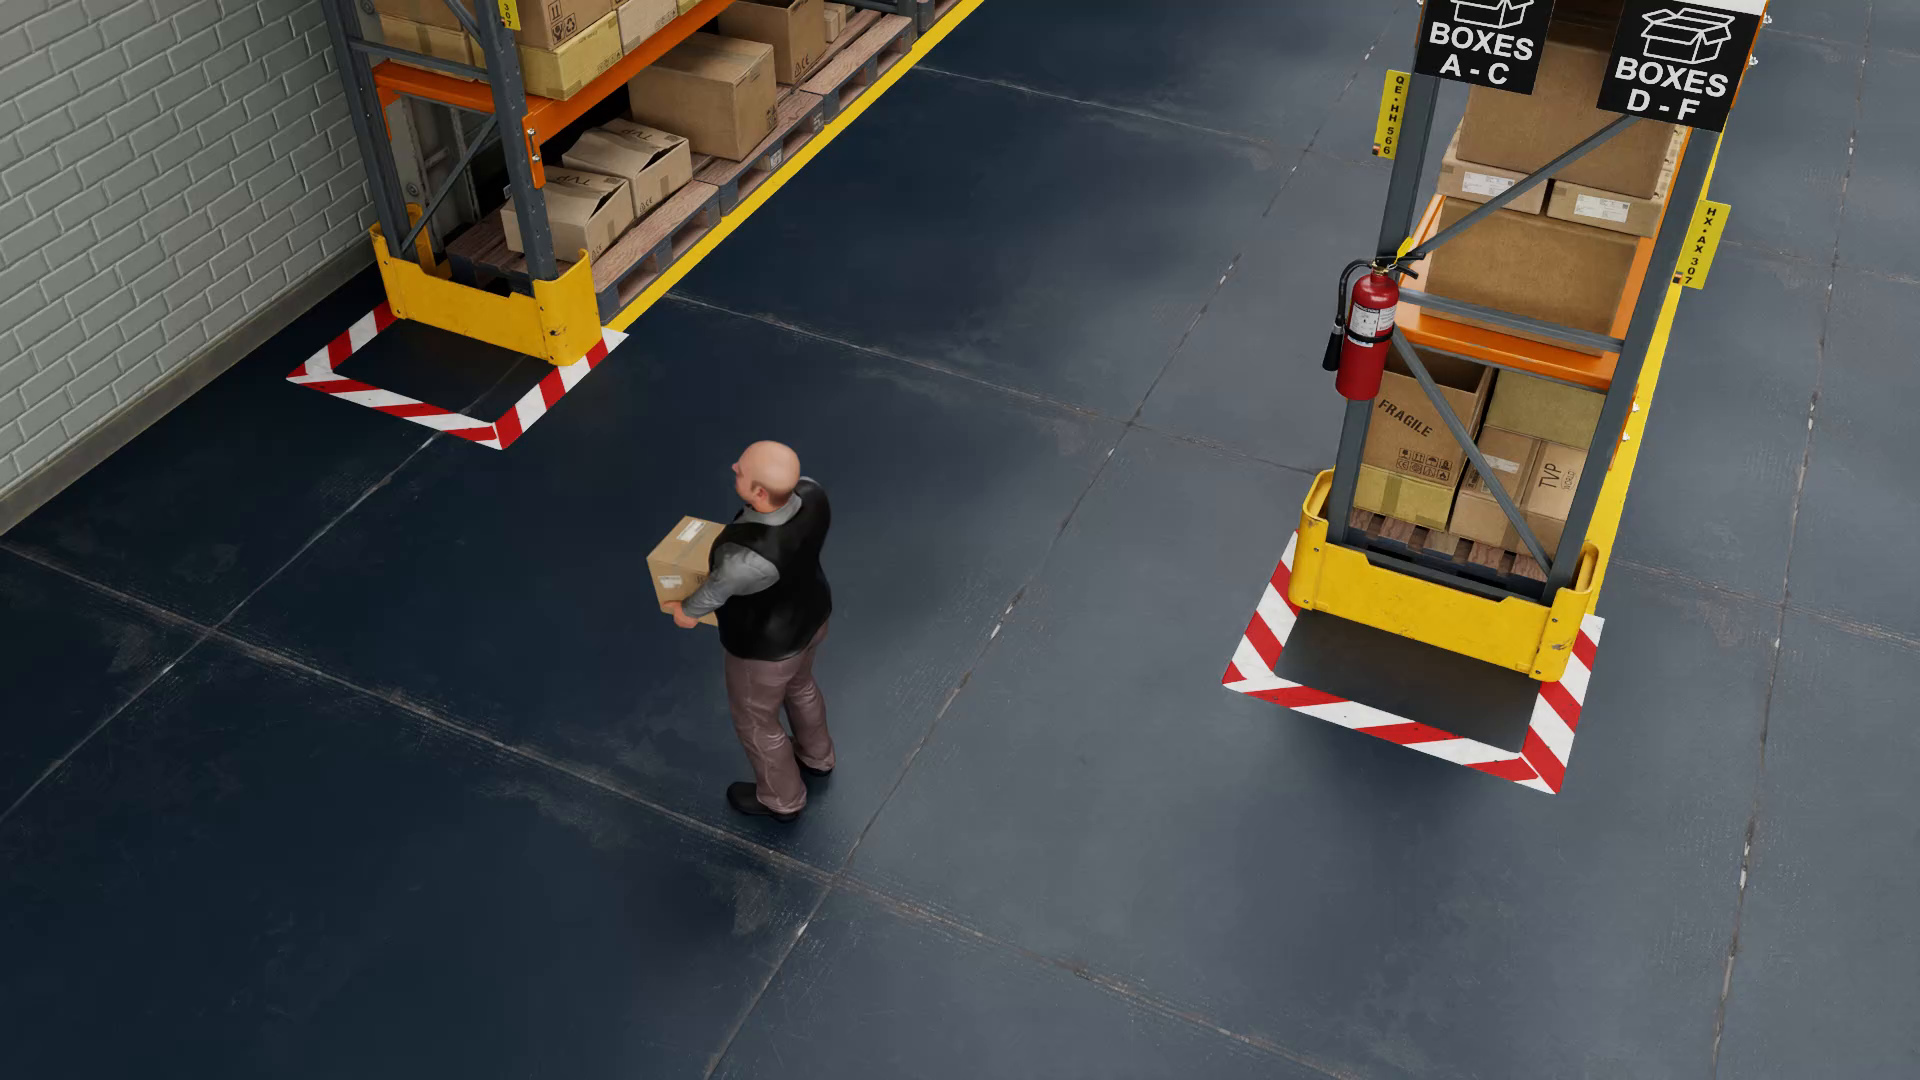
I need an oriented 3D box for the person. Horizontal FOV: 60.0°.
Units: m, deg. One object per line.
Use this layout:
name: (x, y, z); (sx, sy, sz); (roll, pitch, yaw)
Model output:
person: (-0.743, 0.295, 5.854); (0.560, 1.711, 0.494); (18, 45, 19)
